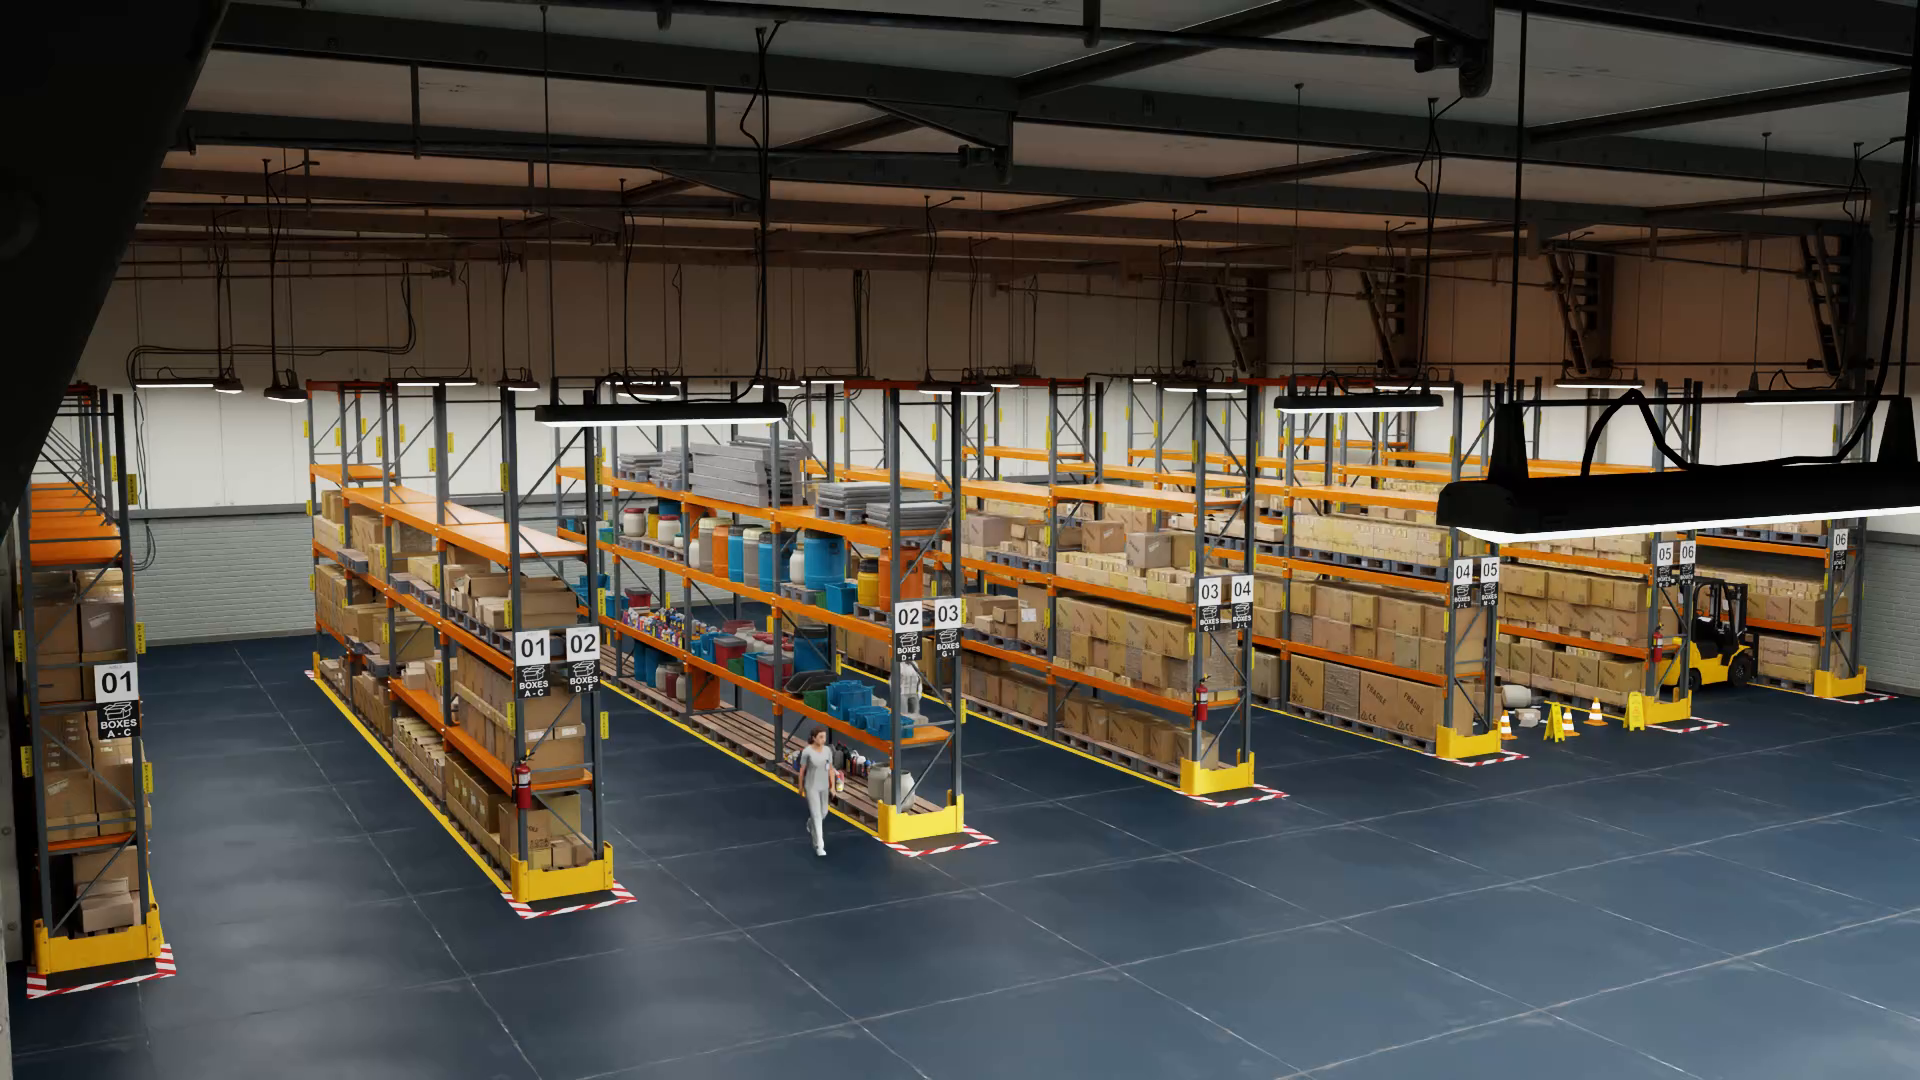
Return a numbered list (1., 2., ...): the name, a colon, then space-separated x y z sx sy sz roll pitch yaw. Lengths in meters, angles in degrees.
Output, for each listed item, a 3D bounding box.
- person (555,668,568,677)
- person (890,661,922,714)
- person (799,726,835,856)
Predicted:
1. person: -6.953 2.298 29.820 0.693 1.707 1.085 -3 7 -28
2. person: -0.922 2.533 27.725 0.583 1.590 0.467 -4 7 -31
3. person: -1.871 3.225 21.734 0.461 1.620 0.999 -4 7 -35
